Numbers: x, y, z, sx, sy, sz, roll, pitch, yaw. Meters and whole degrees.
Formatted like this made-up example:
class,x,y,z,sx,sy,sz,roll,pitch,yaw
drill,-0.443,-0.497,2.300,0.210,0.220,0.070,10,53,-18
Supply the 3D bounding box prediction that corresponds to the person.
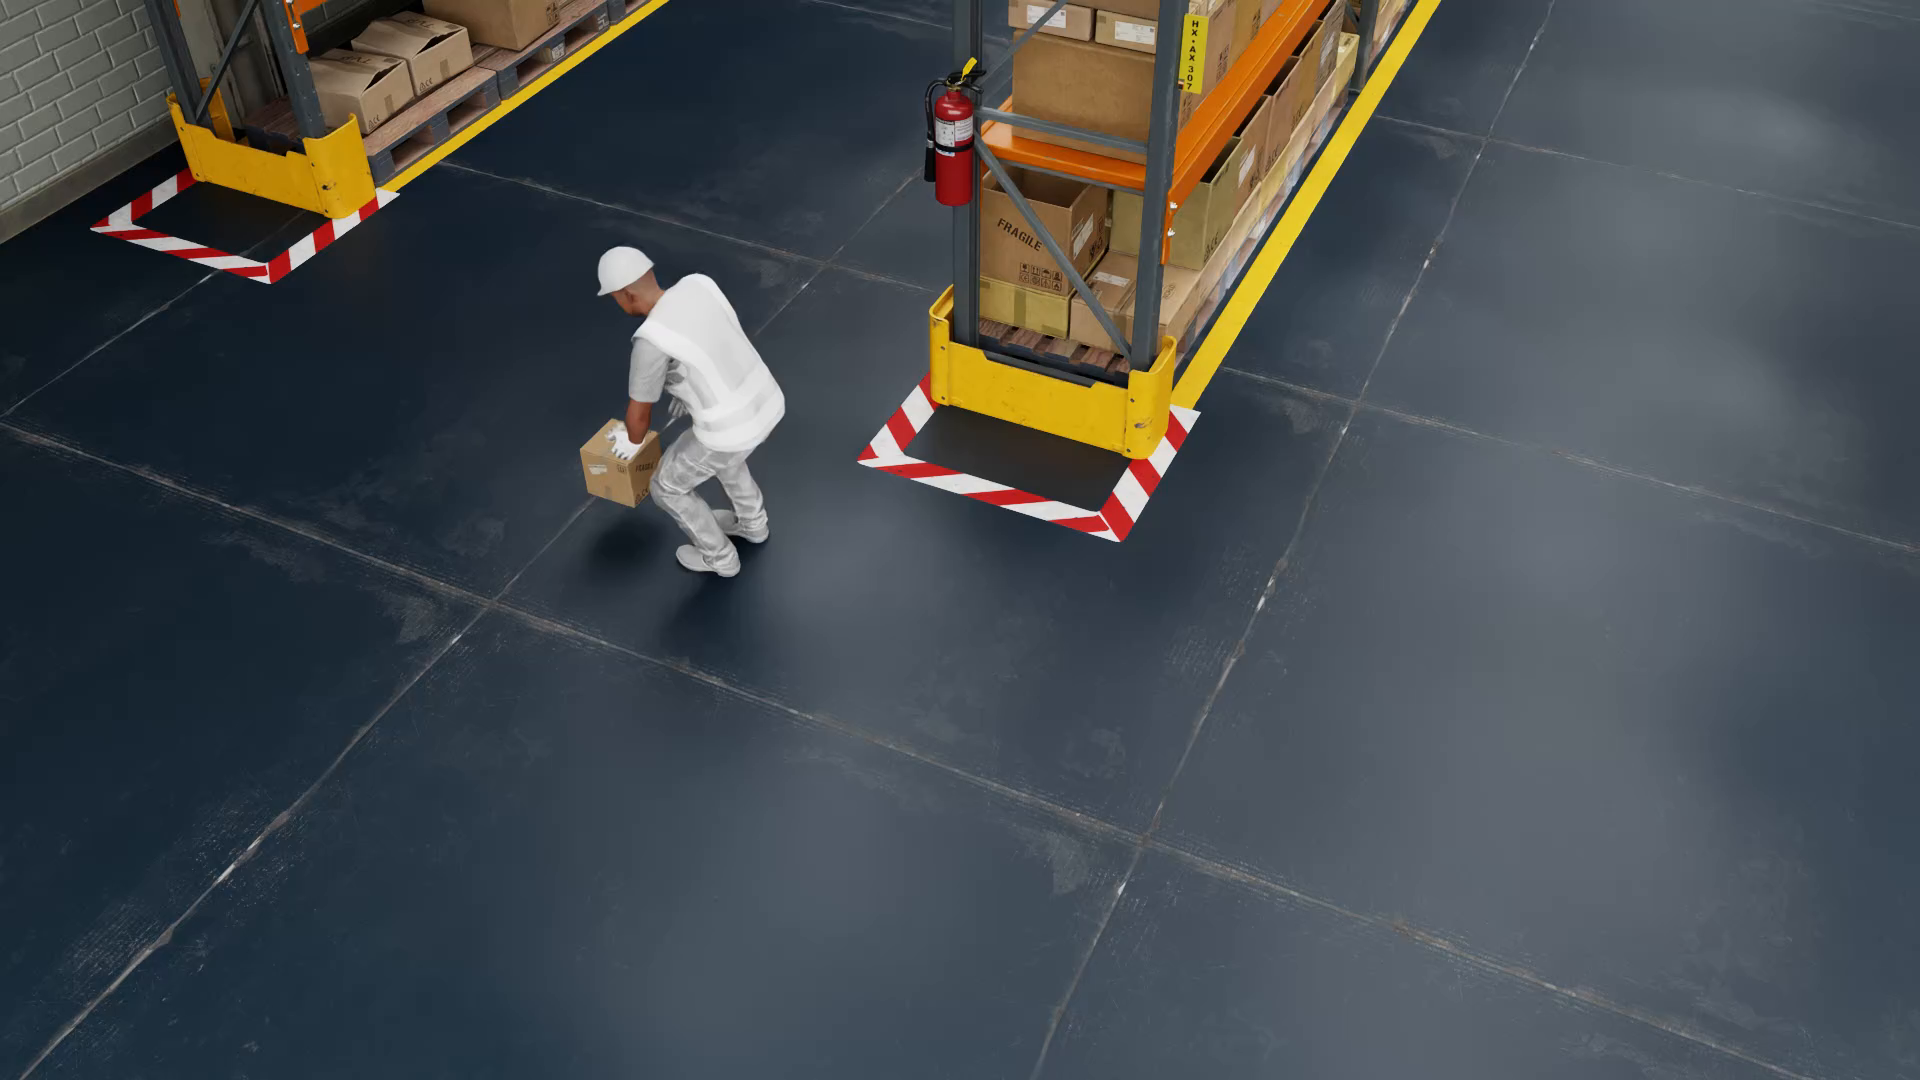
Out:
class,x,y,z,sx,sy,sz,roll,pitch,yaw
person,-1.110,-0.515,6.939,0.717,1.498,0.610,18,45,19
